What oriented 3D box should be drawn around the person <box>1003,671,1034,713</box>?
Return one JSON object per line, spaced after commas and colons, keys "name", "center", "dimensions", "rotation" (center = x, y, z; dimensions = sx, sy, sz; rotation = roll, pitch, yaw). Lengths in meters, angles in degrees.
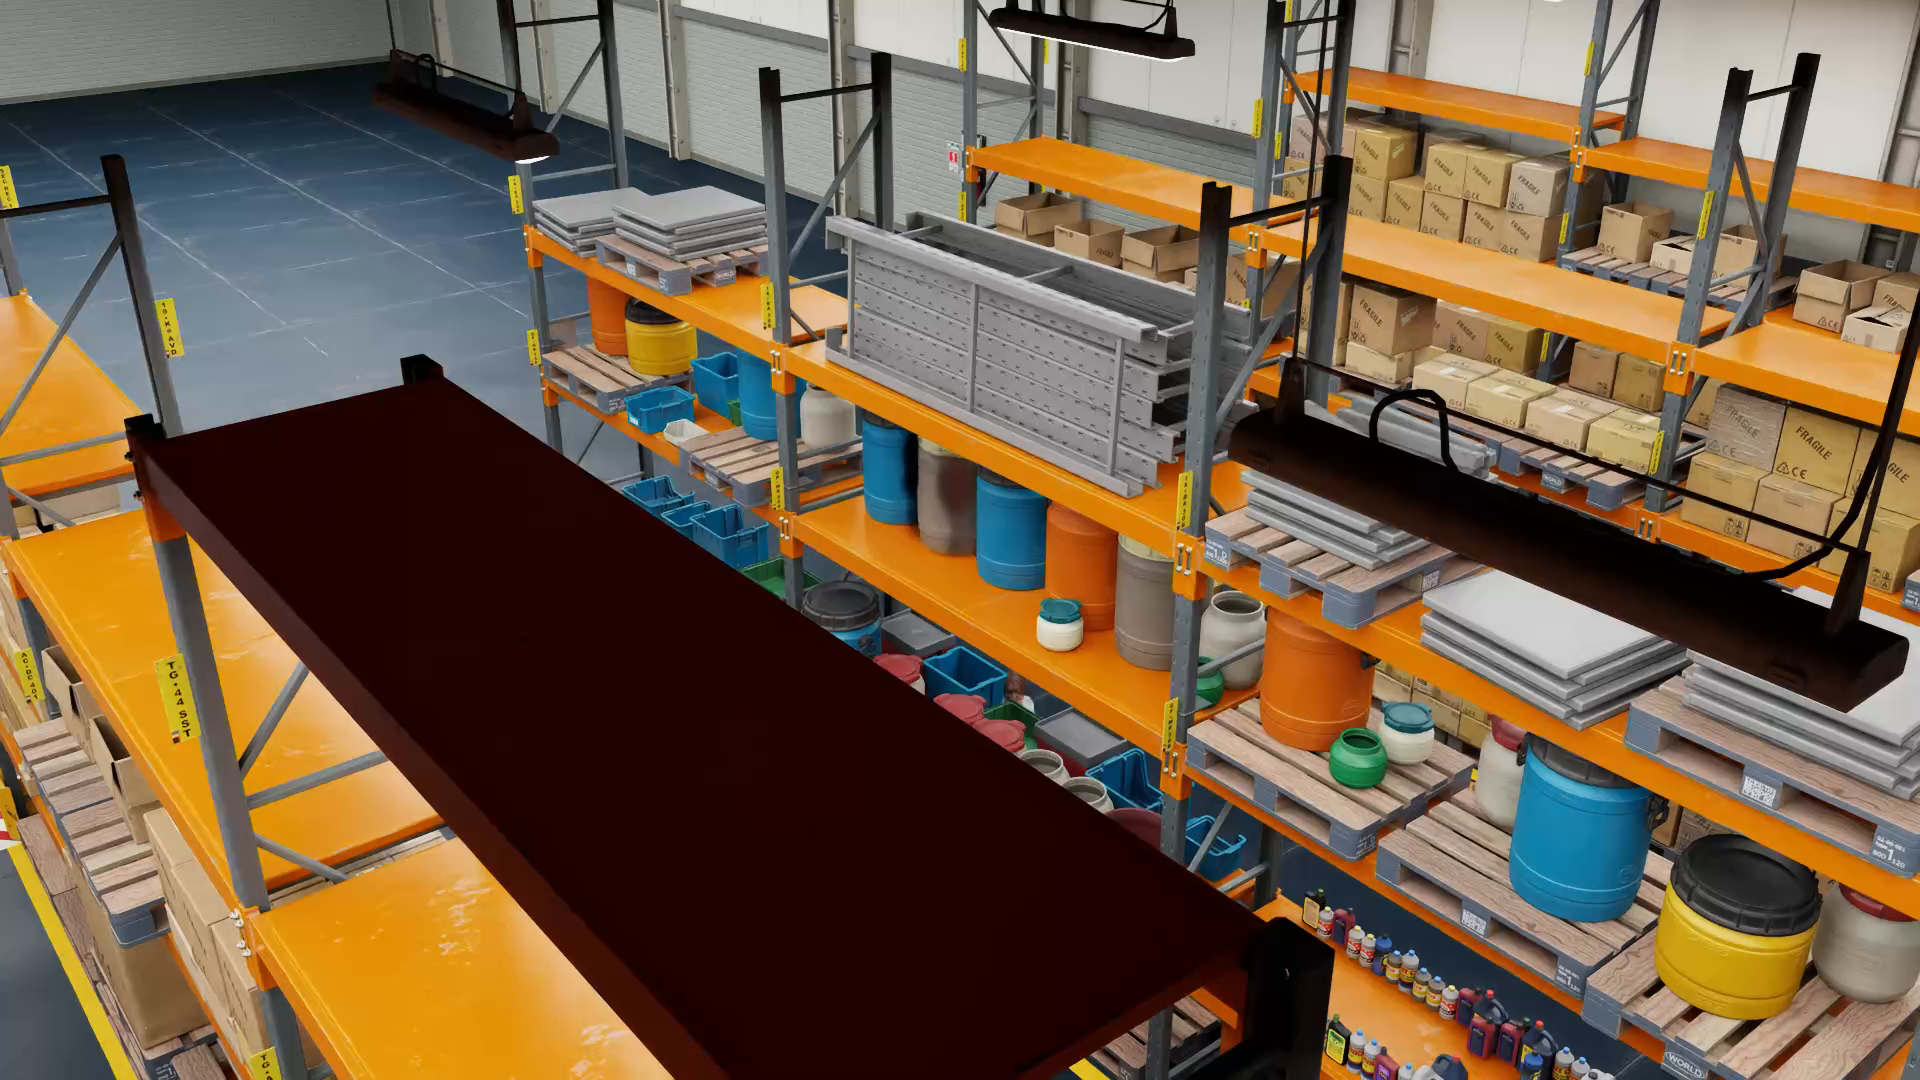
{"name": "person", "center": [0.433, 1.757, 12.761], "dimensions": [0.467, 1.592, 0.455], "rotation": [-14, 29, -26]}
